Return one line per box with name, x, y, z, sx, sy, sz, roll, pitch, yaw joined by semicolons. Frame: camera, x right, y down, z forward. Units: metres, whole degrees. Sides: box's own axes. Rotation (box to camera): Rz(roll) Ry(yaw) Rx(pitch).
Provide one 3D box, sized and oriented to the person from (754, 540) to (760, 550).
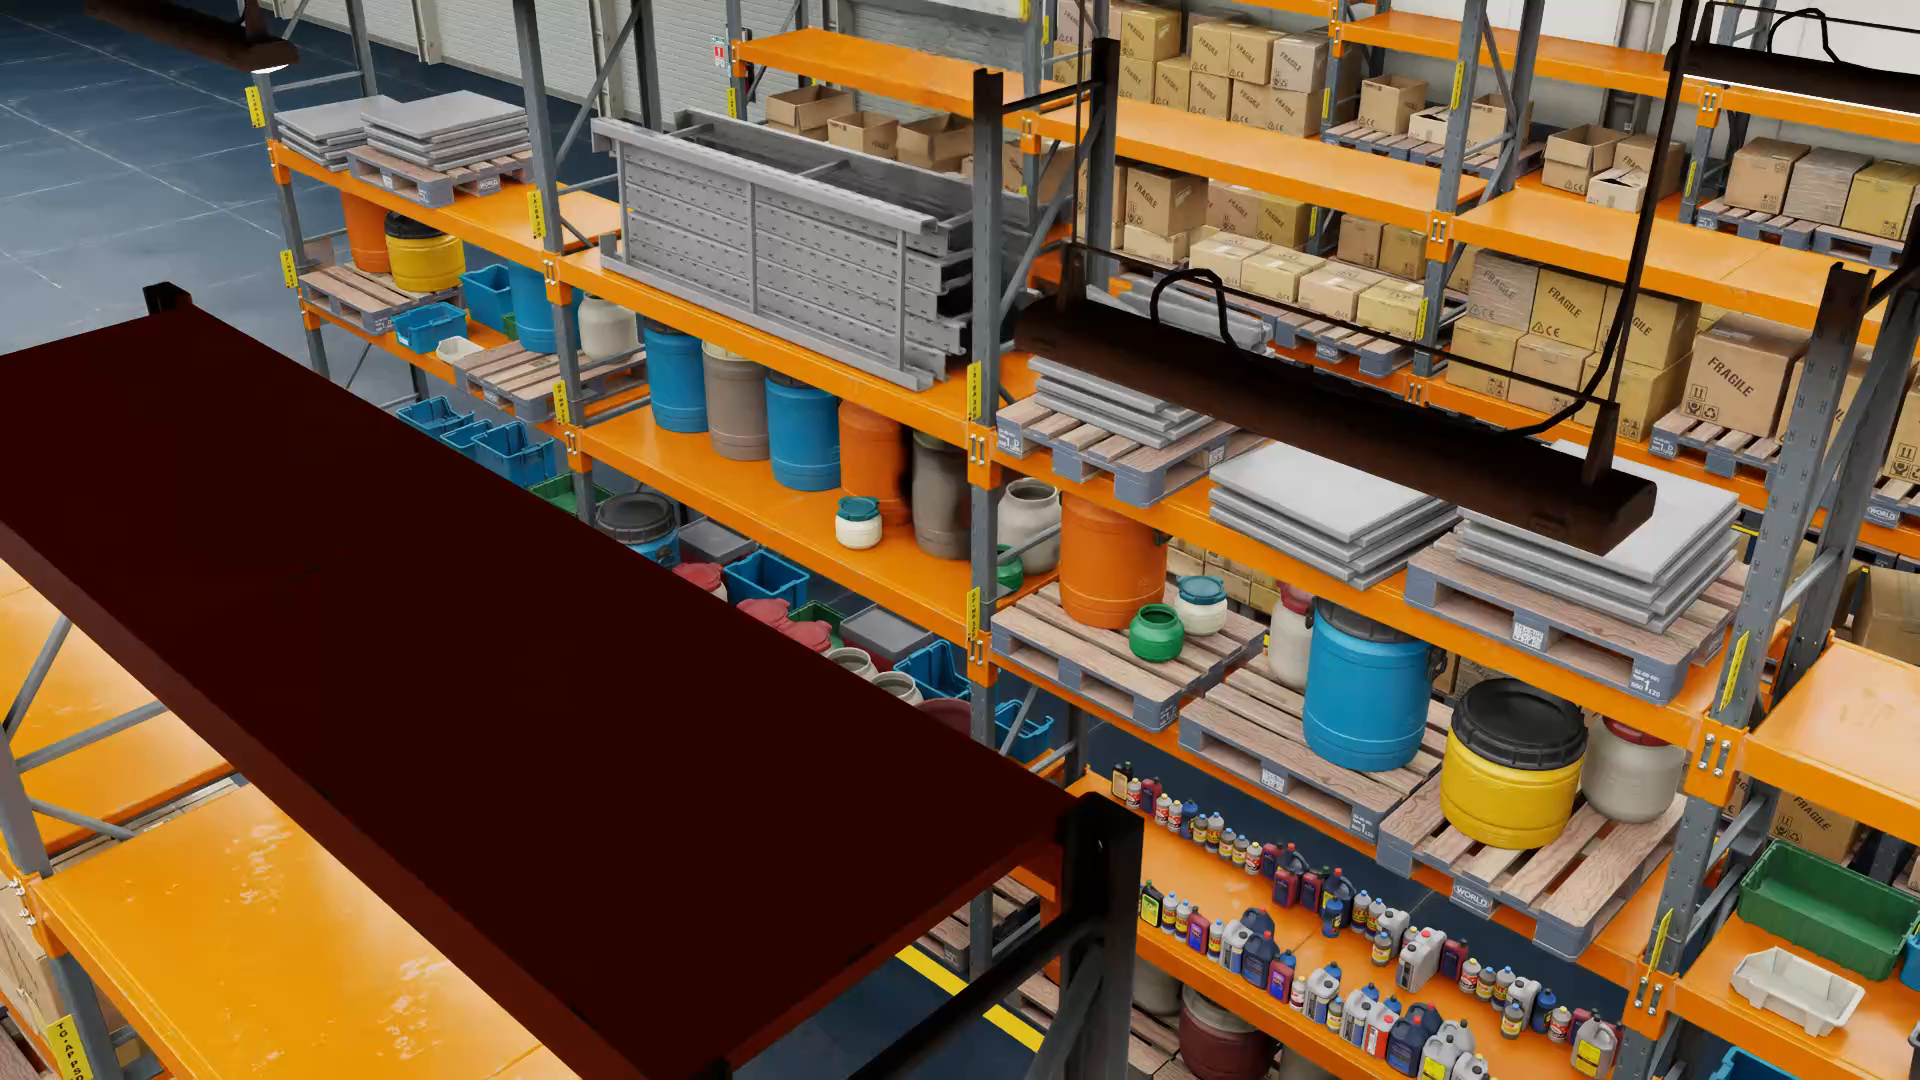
person;-2.054;-0.545;15.626;0.567;1.548;0.535;18;34;29
